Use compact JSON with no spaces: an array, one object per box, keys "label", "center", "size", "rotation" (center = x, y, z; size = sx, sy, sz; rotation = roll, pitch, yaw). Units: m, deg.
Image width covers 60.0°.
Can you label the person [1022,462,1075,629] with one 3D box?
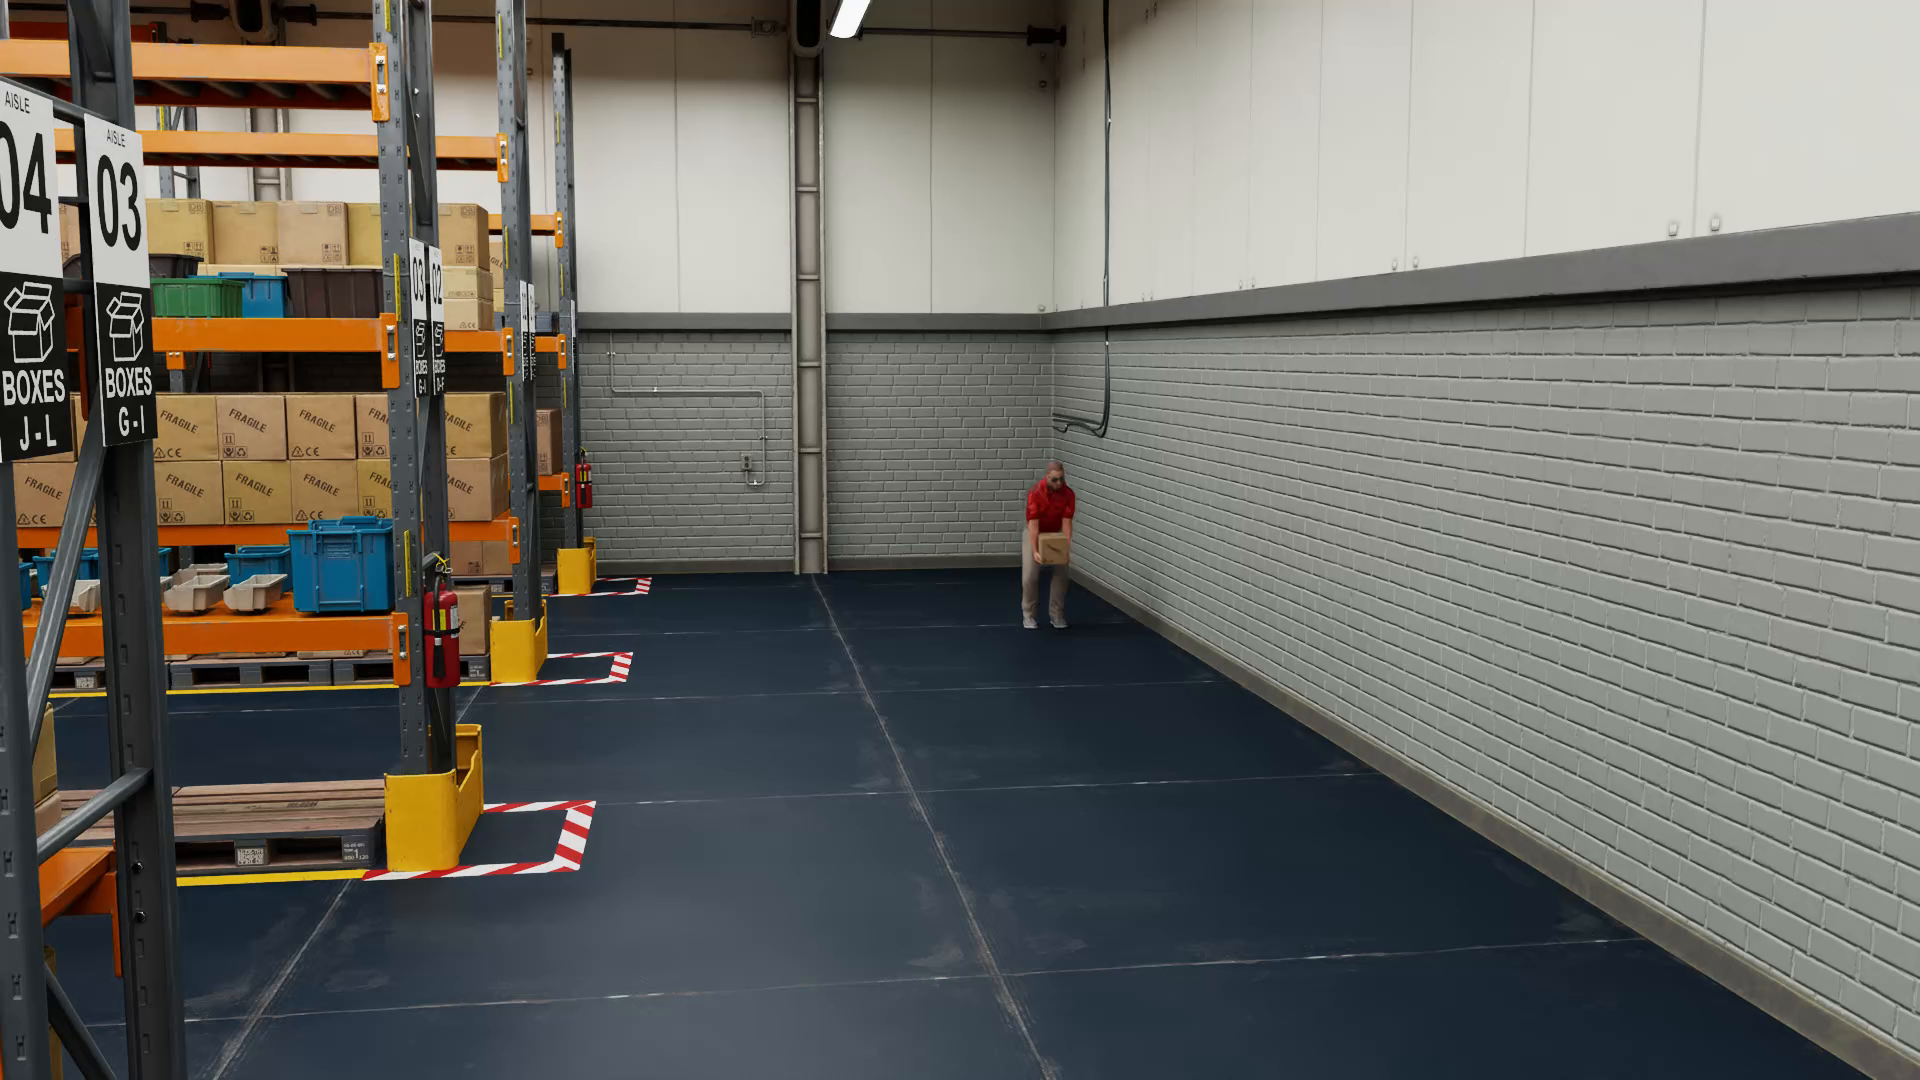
[{"label":"person","center":[0.846,0.051,15.868],"size":[0.477,1.617,0.634],"rotation":[-1,7,-10]}]
